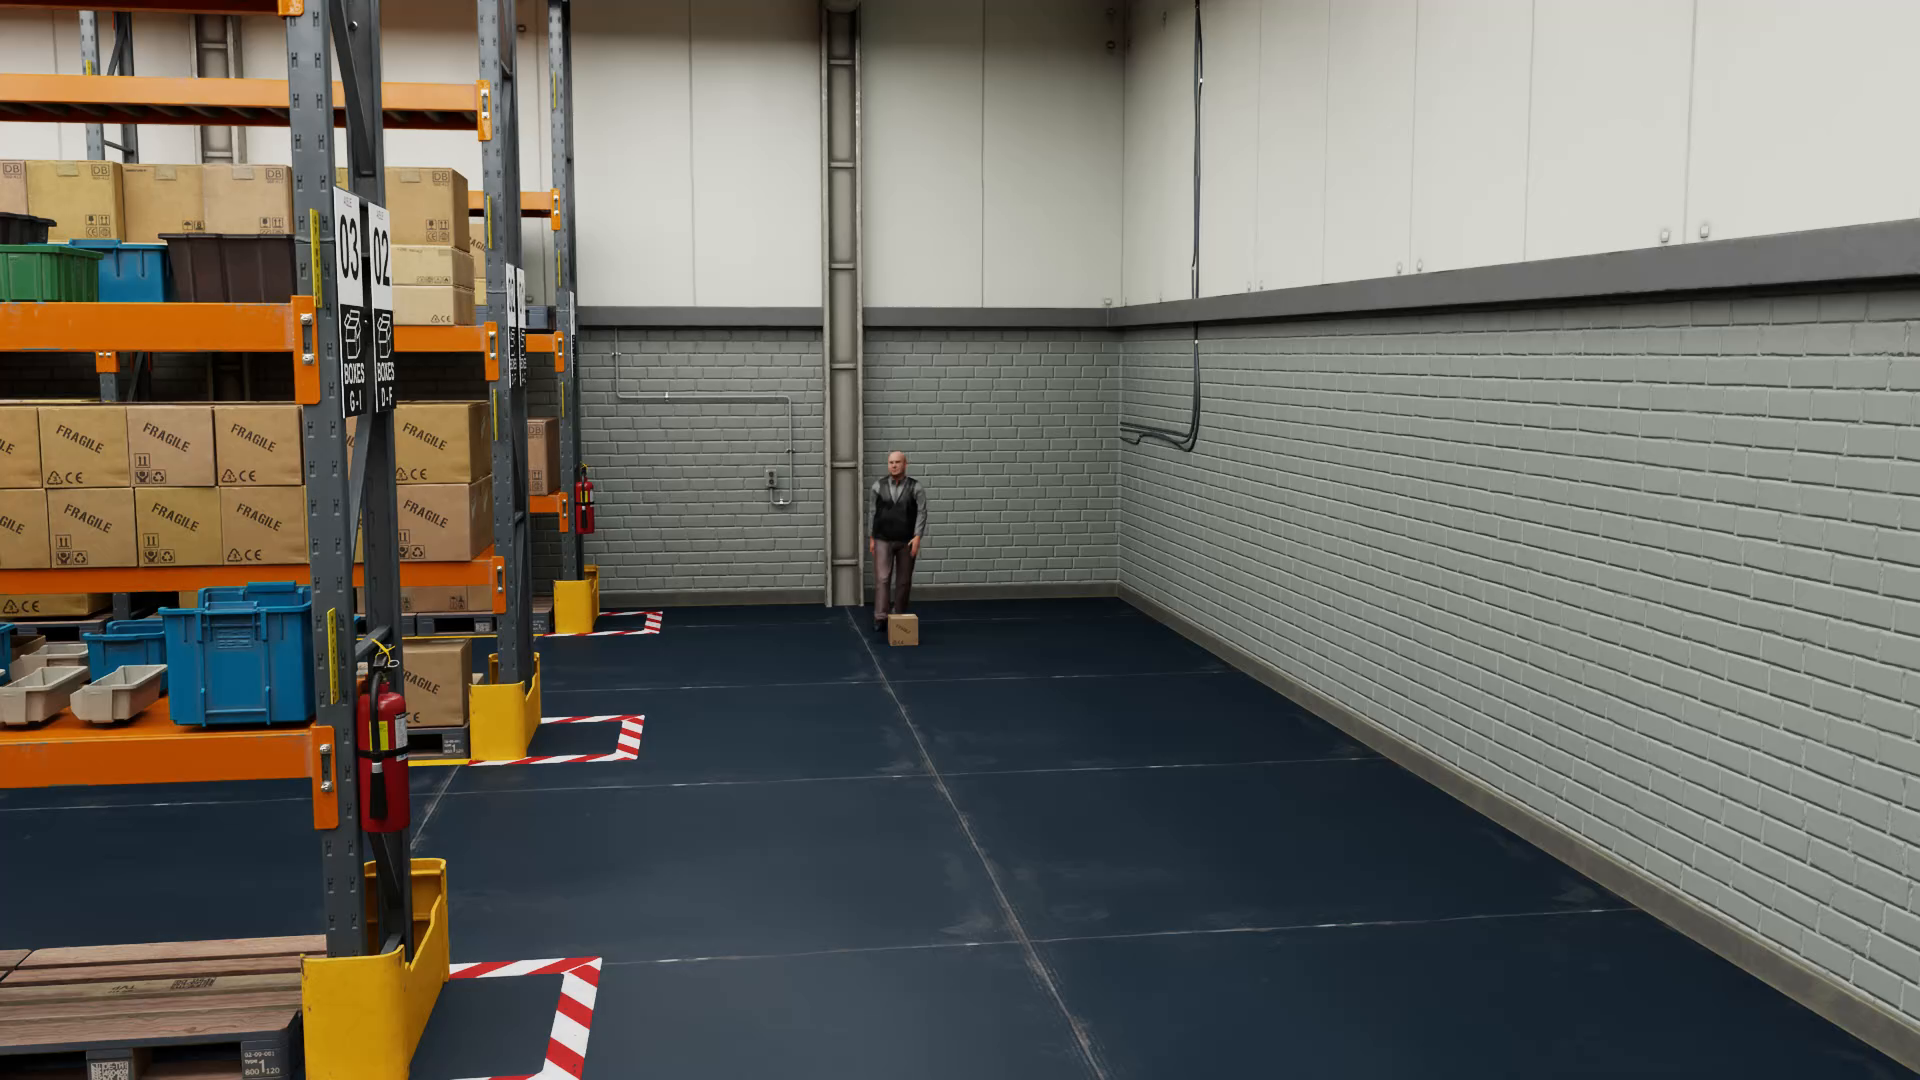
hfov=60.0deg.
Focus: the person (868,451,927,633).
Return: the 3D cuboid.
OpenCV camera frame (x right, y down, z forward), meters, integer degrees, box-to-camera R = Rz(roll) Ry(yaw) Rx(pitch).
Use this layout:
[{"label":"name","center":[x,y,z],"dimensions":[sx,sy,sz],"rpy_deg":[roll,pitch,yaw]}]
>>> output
[{"label":"person","center":[-0.579,0.035,15.385],"dimensions":[0.549,1.690,0.920],"rpy_deg":[0,6,-2]}]
